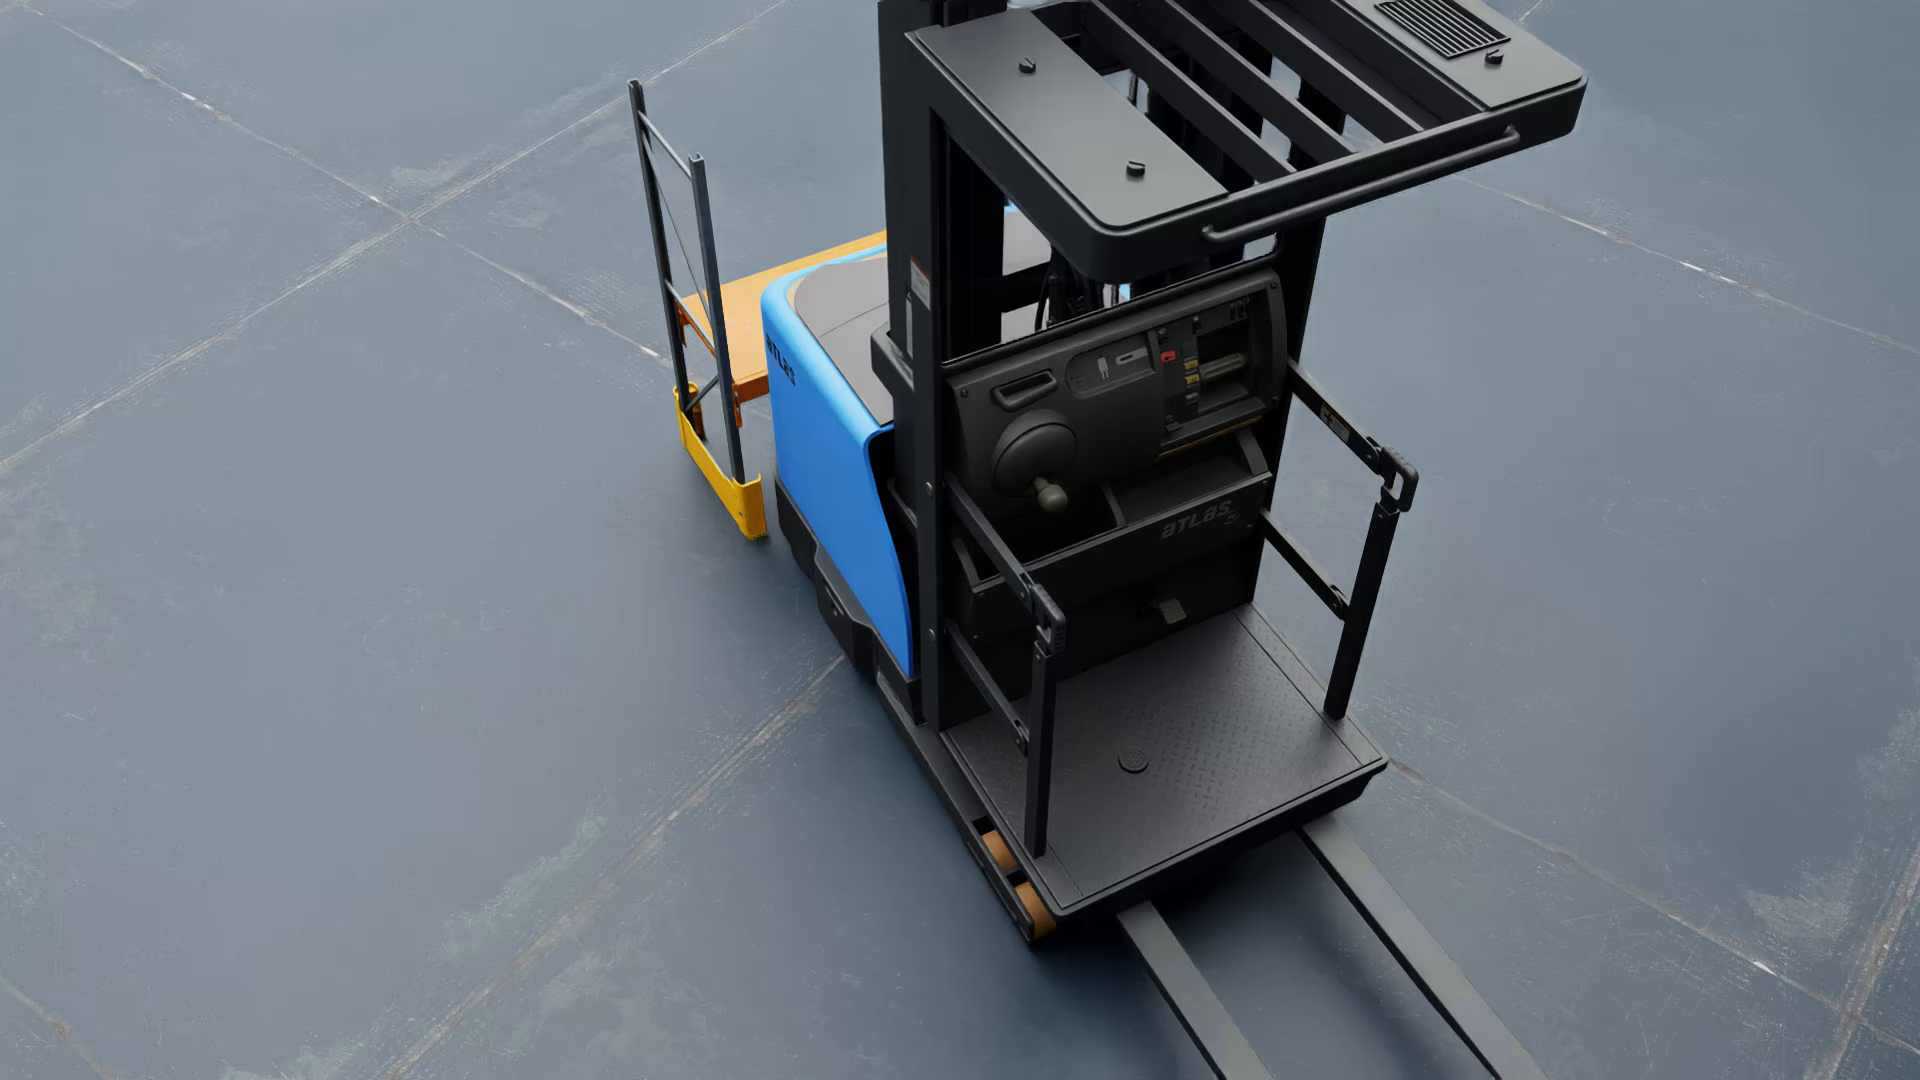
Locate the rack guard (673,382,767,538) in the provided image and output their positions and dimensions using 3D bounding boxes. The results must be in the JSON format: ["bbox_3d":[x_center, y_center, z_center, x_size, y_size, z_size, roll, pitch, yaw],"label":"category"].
[{"bbox_3d":[-0.846,-0.286,5.851,0.087,0.250,0.587,-23,50,-20],"label":"rack guard"}]

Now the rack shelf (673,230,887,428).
[{"bbox_3d":[-0.422,-0.770,5.697,1.000,0.185,0.538,-23,50,-20],"label":"rack shelf"}]

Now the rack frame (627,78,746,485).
[{"bbox_3d":[-0.863,-0.711,5.392,0.032,1.500,0.500,-23,50,-20],"label":"rack frame"}]

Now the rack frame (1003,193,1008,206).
[{"bbox_3d":[0.018,-1.078,5.743,0.032,1.500,0.500,-23,50,-20],"label":"rack frame"}]

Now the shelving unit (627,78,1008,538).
[{"bbox_3d":[-0.414,-0.898,5.570,1.083,1.500,0.587,-23,50,-20],"label":"shelving unit"}]

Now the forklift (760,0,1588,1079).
[{"bbox_3d":[0.512,-0.270,3.981,1.130,2.935,3.031,-21,50,-19],"label":"forklift"}]
